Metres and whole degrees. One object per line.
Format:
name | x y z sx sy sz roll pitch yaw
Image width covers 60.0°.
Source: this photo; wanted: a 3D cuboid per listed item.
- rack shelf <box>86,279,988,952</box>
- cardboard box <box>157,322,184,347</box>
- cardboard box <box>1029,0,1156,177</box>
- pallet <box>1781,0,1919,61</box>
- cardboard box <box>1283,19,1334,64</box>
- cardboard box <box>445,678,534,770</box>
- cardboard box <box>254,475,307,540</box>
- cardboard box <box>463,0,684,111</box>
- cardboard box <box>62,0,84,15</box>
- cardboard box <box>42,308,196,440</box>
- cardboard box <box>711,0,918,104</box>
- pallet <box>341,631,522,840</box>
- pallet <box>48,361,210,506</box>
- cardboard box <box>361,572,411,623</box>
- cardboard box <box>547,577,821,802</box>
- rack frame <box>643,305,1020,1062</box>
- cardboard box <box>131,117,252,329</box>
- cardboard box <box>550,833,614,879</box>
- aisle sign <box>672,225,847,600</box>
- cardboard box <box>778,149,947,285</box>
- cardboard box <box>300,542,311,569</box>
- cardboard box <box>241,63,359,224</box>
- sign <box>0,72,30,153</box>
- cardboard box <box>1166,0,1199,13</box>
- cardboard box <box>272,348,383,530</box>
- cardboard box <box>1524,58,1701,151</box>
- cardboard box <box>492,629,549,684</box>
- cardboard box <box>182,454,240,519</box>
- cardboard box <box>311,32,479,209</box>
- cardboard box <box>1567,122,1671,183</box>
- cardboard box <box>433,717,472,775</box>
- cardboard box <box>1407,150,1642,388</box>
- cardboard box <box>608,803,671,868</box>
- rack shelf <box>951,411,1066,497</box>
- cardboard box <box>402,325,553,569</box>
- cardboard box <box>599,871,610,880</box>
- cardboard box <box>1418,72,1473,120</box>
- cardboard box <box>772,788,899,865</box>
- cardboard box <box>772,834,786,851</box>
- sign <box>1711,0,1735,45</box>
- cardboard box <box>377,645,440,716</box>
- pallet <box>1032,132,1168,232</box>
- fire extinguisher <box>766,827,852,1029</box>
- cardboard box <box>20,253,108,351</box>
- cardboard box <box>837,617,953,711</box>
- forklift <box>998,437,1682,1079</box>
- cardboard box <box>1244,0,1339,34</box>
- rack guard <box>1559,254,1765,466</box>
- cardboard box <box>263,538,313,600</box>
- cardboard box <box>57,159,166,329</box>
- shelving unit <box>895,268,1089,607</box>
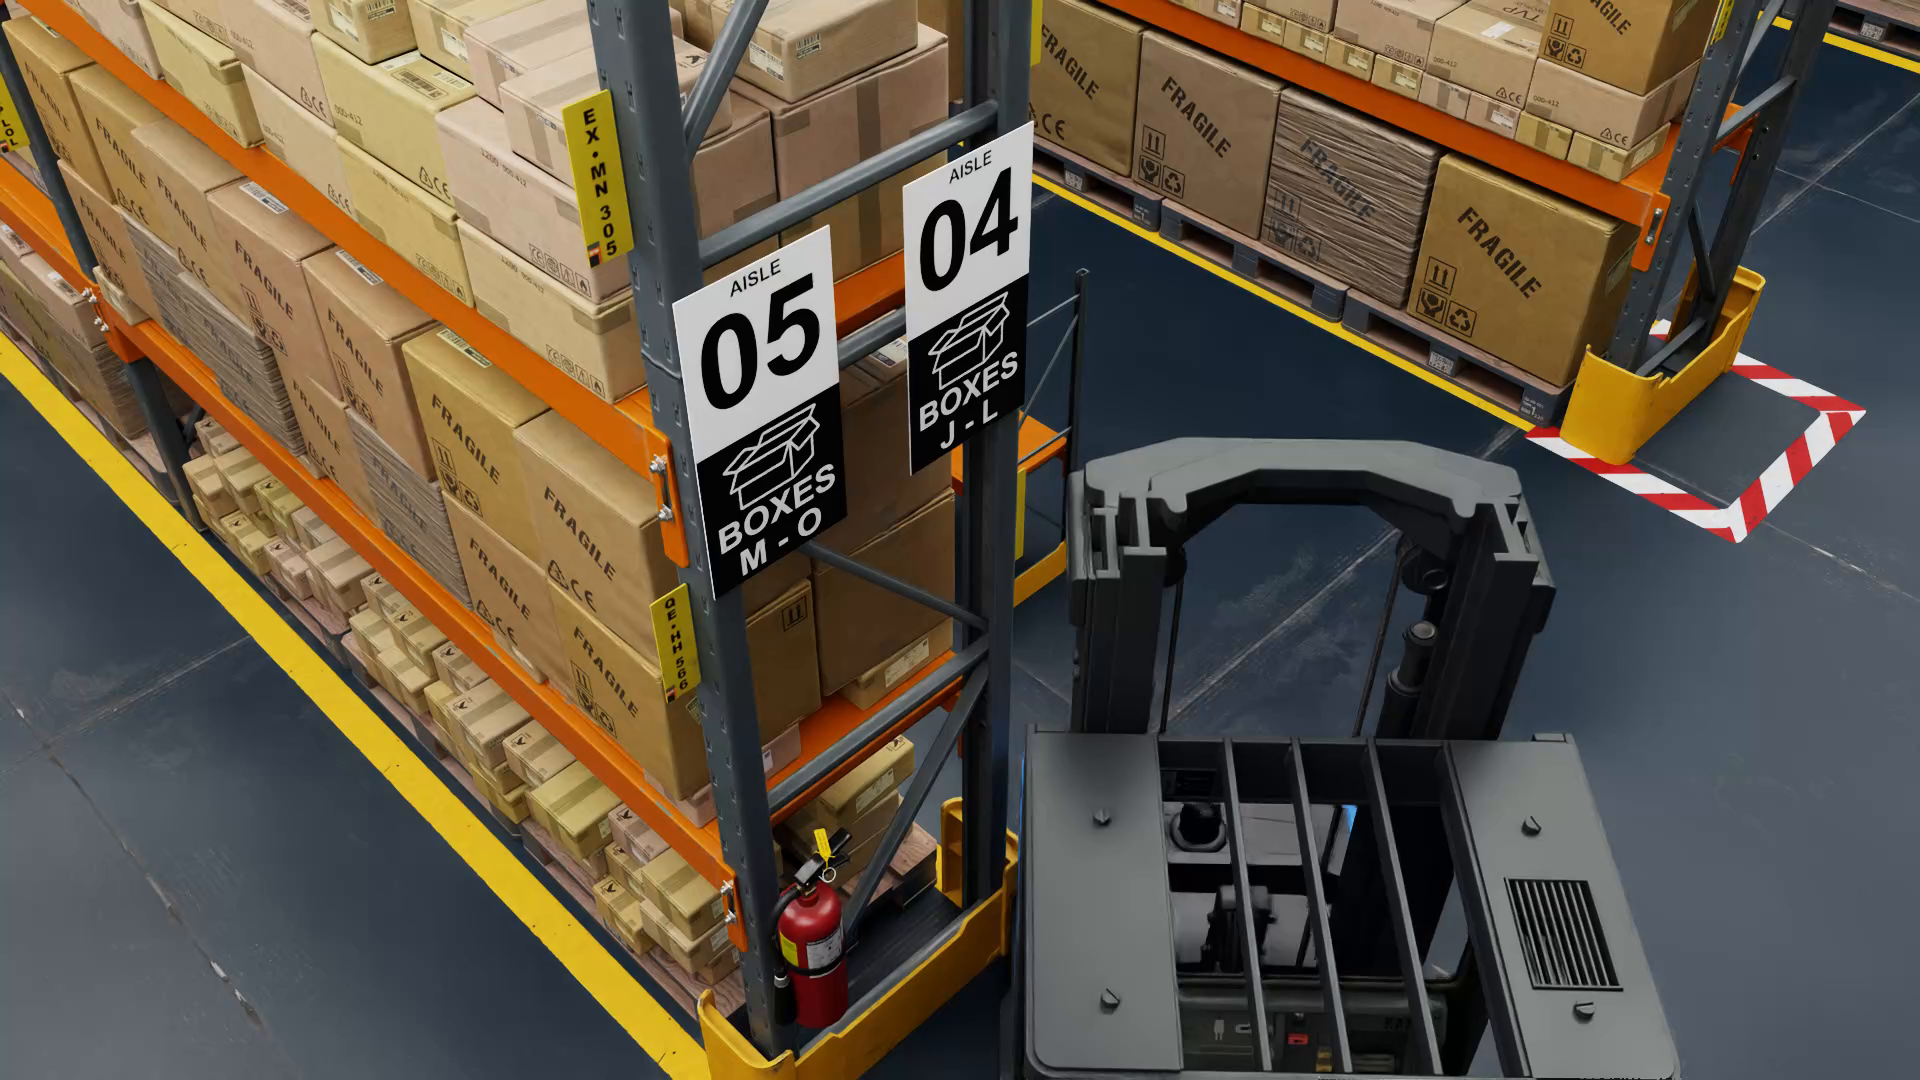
rack shelf | -1.655 -0.172 5.873 1.077 0.370 4.000 -34 53 -31
cardboard box | -2.864 -0.923 6.341 0.380 0.149 0.250 -33 52 -30
cardboard box | 0.925 -2.744 9.383 0.875 0.875 0.875 -34 53 -31
pallet | 6.292 -3.568 11.073 1.003 0.211 1.213 -34 53 -31
cardboard box | 1.777 -2.459 8.004 0.380 0.149 0.250 -33 52 -31
cardboard box | -1.573 0.598 5.863 0.380 0.149 0.250 -32 52 -30
cardboard box | -2.605 -0.199 6.725 0.250 0.149 0.380 33 52 31
cardboard box | -0.805 -1.026 3.505 0.380 0.149 0.250 -33 52 -31
cardboard box | -2.567 -1.858 5.068 0.500 0.250 0.500 33 52 31
cardboard box | -3.768 -0.868 7.629 0.500 0.500 0.500 33 52 31
cardboard box | -0.310 -1.116 3.603 0.250 0.149 0.380 34 52 31
pallet | -1.702 0.519 6.650 1.003 0.211 1.213 -34 53 -31
pallet | -3.618 -0.746 8.019 1.003 0.211 1.213 -34 53 -31
cardboard box | -2.032 0.168 6.328 0.250 0.149 0.380 32 51 30
cardboard box | -0.742 0.287 4.554 0.500 0.500 0.500 -33 52 -31
rack frame | -0.243 0.525 4.589 1.000 3.000 0.127 -34 53 -31
cardboard box | -2.210 -1.078 5.294 0.500 0.500 0.500 -33 52 -31
cardboard box | -1.186 0.943 5.709 0.250 0.149 0.380 32 52 30
aisle sign | -0.403 -0.251 3.513 0.394 0.787 0.004 -34 53 -31
cardboard box | -0.379 -0.860 3.988 0.500 0.250 0.500 -32 52 -30
cardboard box | -2.409 0.024 6.704 0.250 0.149 0.380 32 51 30
cardboard box | -1.457 -1.100 4.247 0.500 0.250 0.500 -32 51 -30
sign | -3.458 -1.554 5.986 0.100 0.325 0.005 -34 53 -31
cardboard box | 1.229 -2.831 8.406 0.250 0.149 0.380 33 52 31
cardboard box | -1.812 -0.447 5.348 0.500 0.500 0.500 -31 51 -29
cardboard box | 2.810 -1.963 7.173 0.500 0.250 0.500 33 52 31
cardboard box | -1.206 0.234 5.089 0.380 0.149 0.250 -33 52 -30
cardboard box | -3.038 -0.286 7.038 0.380 0.149 0.250 -32 51 -30
cardboard box | -1.110 -1.050 3.825 0.500 0.250 0.500 33 52 30
cardboard box | 2.856 -1.725 7.209 0.380 0.149 0.250 -33 52 -31
cardboard box | -1.728 0.676 6.217 0.380 0.149 0.250 -33 52 -31
cardboard box | 2.832 -1.447 7.979 0.875 0.875 0.875 -34 53 -31
cardboard box | -0.933 0.918 5.516 0.380 0.149 0.250 -33 52 -31
rack shelf | -0.060 -0.460 7.025 0.538 0.185 1.000 -34 53 -31
cardboard box | -1.100 -0.332 4.487 0.500 0.500 0.500 32 52 30
cardboard box | -1.141 1.022 5.843 0.250 0.149 0.380 34 52 31
cardboard box | 2.318 -2.091 7.605 0.380 0.149 0.250 -33 52 -31
cardboard box | -0.431 0.934 5.719 0.380 0.149 0.250 -32 51 -30
cardboard box | -0.629 0.926 5.946 0.250 0.149 0.380 34 53 31
sign | 2.947 -2.062 6.361 0.100 0.325 0.005 -34 53 -31
cardboard box | -1.942 0.449 6.243 0.380 0.149 0.250 -34 52 -31
pallet | 0.997 -2.298 9.699 1.003 0.211 1.213 -34 53 -31
fire extinguisher | -0.391 1.033 4.371 0.296 0.674 0.183 -34 53 -31
cardboard box | -3.772 -1.145 7.376 0.500 0.250 0.500 33 52 30
cardboard box | -0.239 0.305 5.013 0.250 0.149 0.380 34 52 31
forklift | 0.664 1.334 3.764 1.130 2.935 3.031 1 43 1
cardboard box | 1.722 -2.700 7.971 0.500 0.250 0.500 -34 52 -31
rack guard | 3.358 -0.874 7.945 1.175 0.500 0.348 -34 53 -31
cardboard box | -2.637 0.047 6.897 0.250 0.149 0.380 34 52 31
cardboard box | -2.896 -1.184 6.146 0.500 0.500 0.500 33 52 31
shelving unit | -0.054 -0.587 6.898 0.587 1.500 1.083 -34 53 -31
